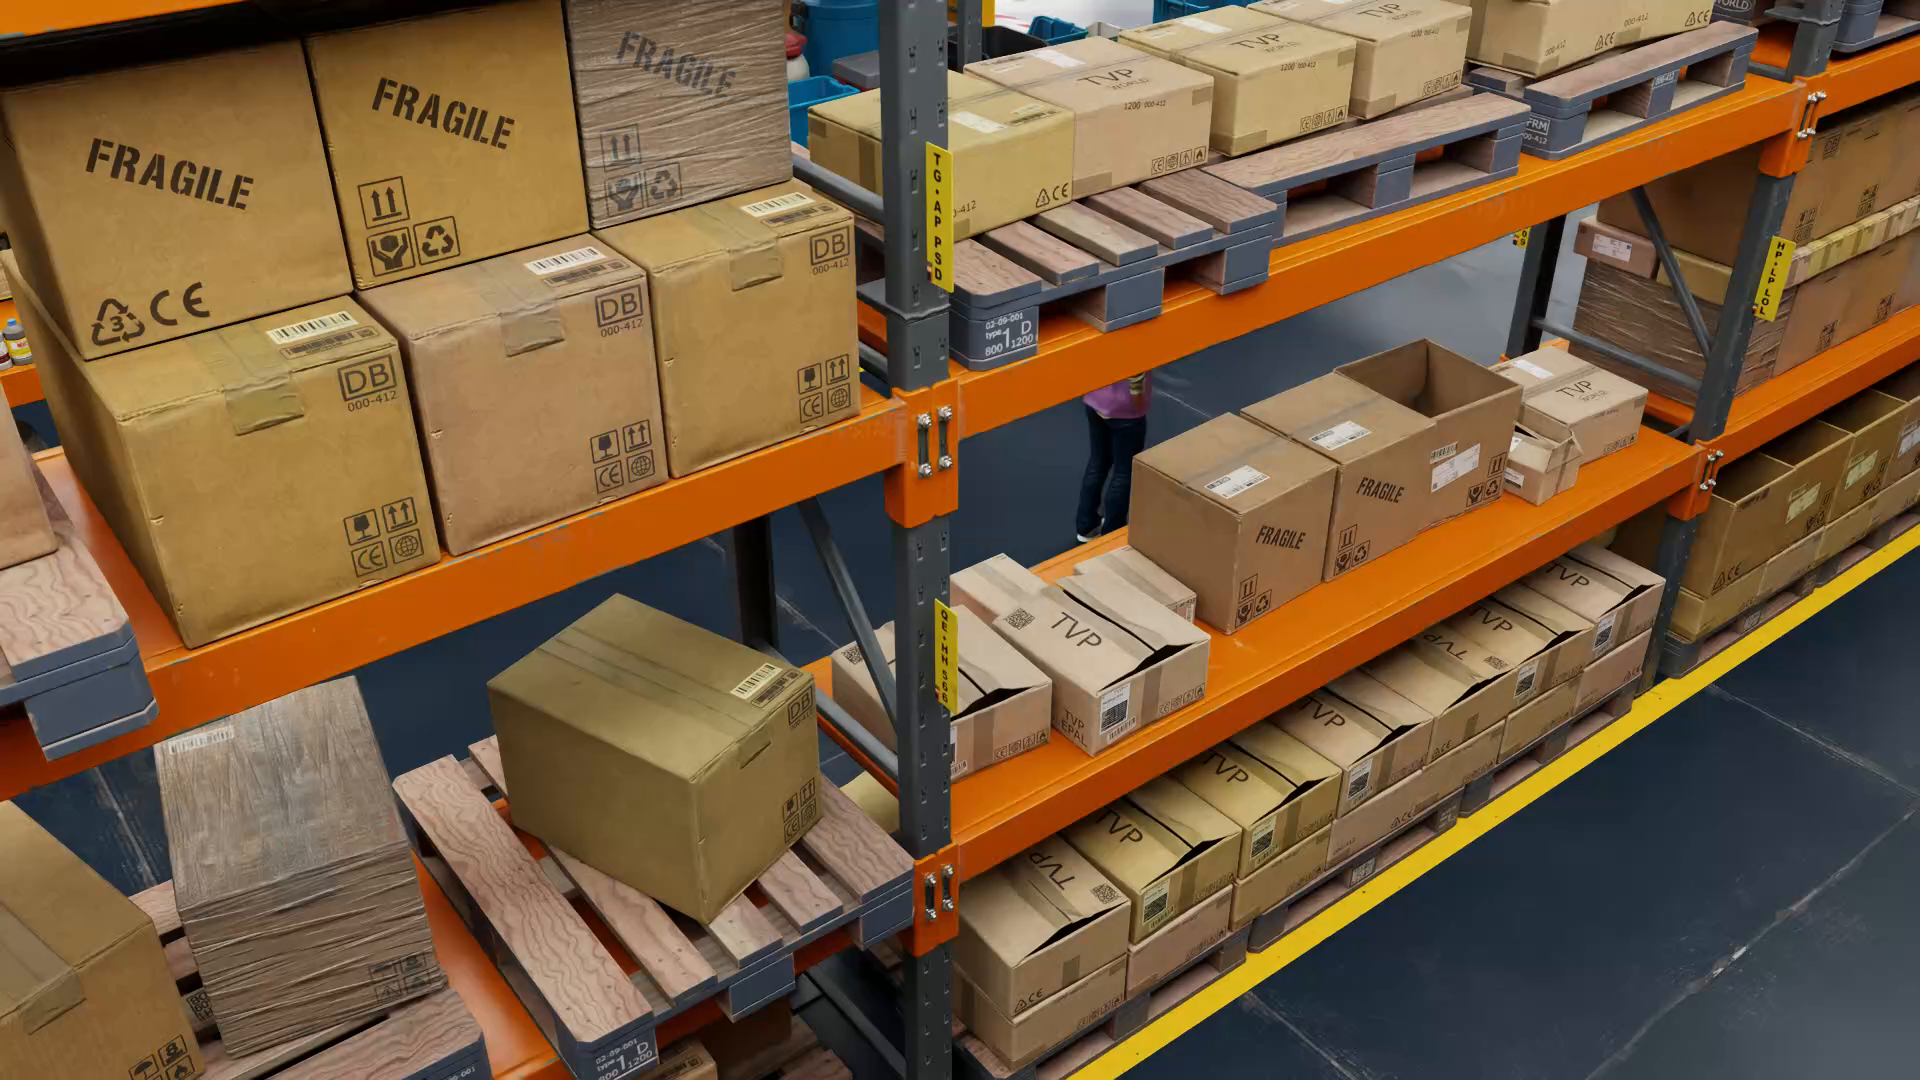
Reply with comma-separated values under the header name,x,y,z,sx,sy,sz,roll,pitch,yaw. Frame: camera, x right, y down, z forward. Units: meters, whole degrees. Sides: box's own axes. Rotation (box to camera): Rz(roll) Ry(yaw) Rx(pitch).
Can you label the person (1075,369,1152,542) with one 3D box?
name,x,y,z,sx,sy,sz,roll,pitch,yaw
person,0.762,-0.658,8.176,0.303,1.600,0.405,-22,38,-30
